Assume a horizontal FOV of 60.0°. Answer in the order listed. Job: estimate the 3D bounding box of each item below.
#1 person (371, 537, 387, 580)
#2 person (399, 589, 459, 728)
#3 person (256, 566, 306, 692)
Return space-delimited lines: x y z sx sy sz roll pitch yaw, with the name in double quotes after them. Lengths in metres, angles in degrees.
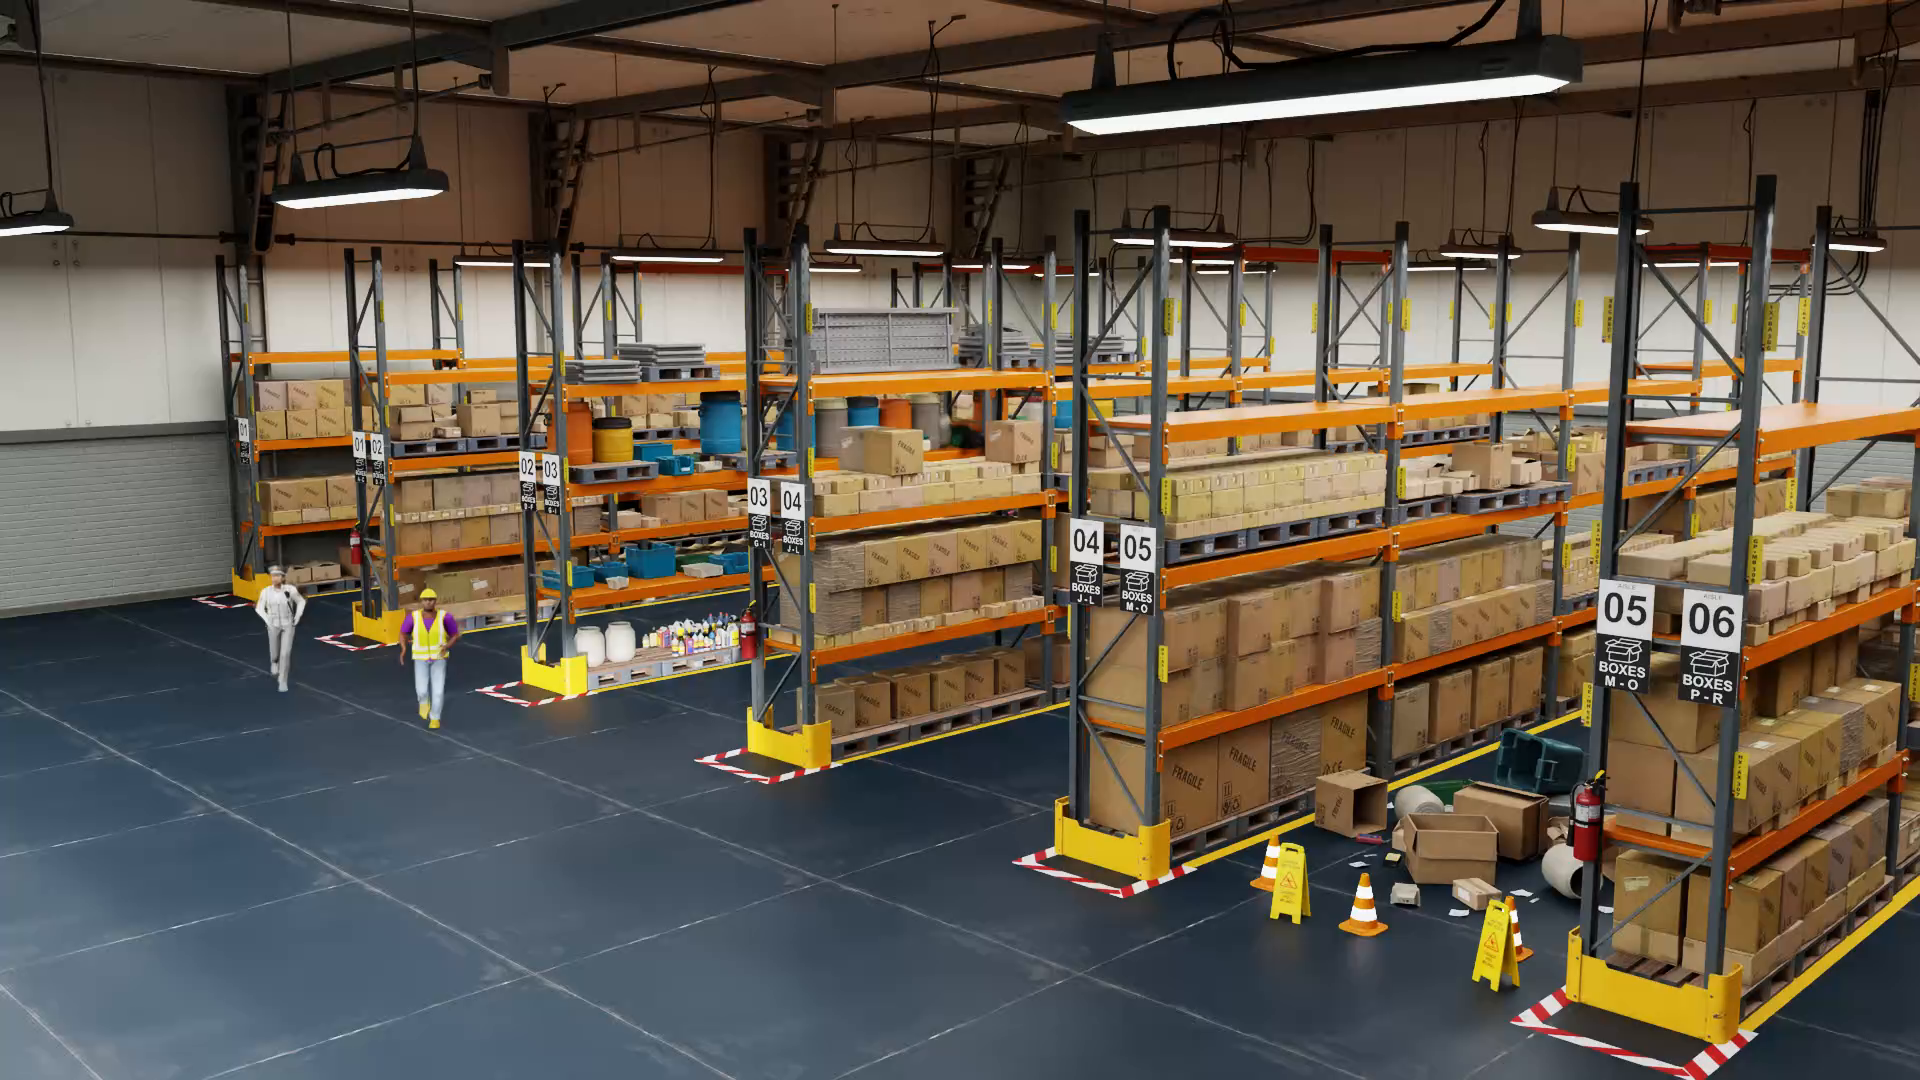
-9.486 0.426 27.776 0.587 1.733 0.709 7 11 40 "person"
-6.467 1.449 20.286 0.707 1.720 0.580 -2 8 -15 "person"
-9.193 1.165 22.554 0.624 1.695 0.781 -3 8 -17 "person"
